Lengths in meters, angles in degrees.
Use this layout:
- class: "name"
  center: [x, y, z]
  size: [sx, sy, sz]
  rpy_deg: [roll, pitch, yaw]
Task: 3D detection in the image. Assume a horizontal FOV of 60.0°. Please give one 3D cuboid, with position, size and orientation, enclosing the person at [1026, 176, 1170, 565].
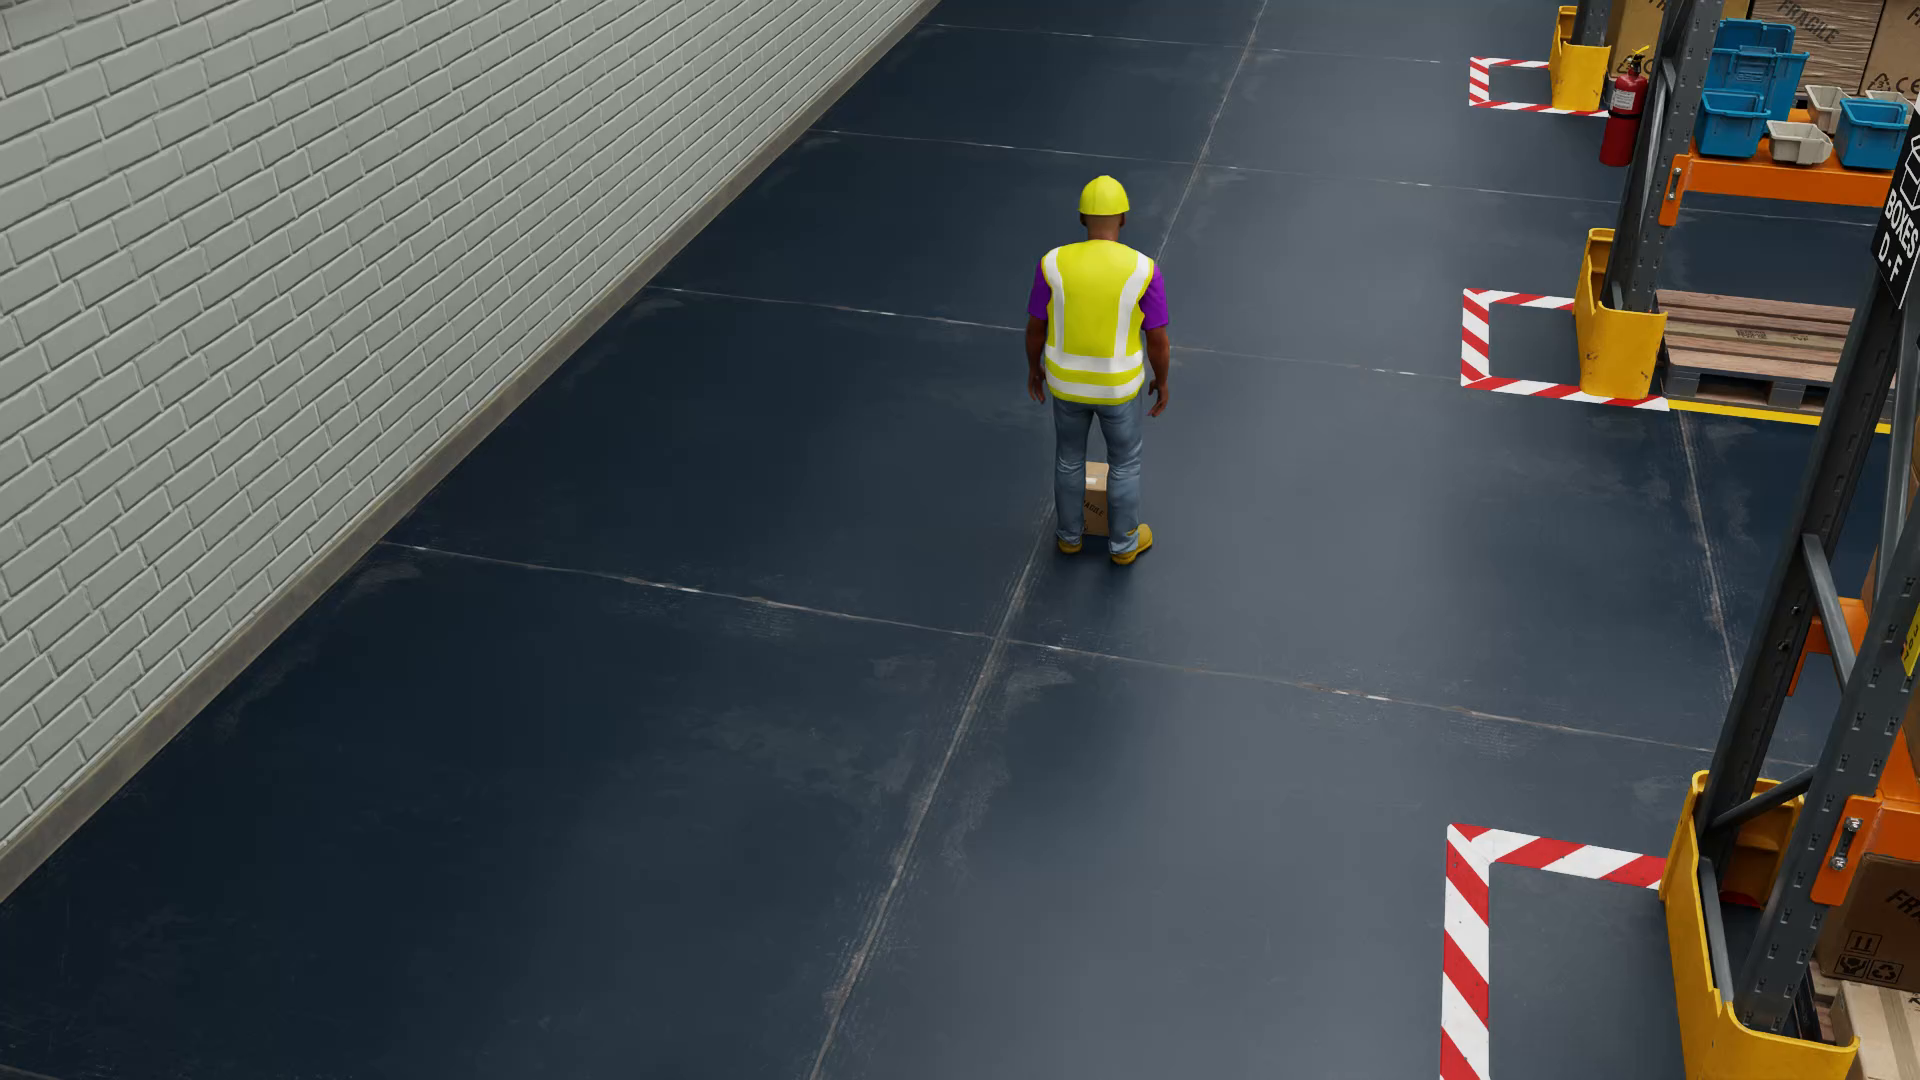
- class: "person"
  center: [0.598, -0.710, 7.230]
  size: [0.627, 1.761, 0.460]
  rpy_deg: [8, 33, 12]
